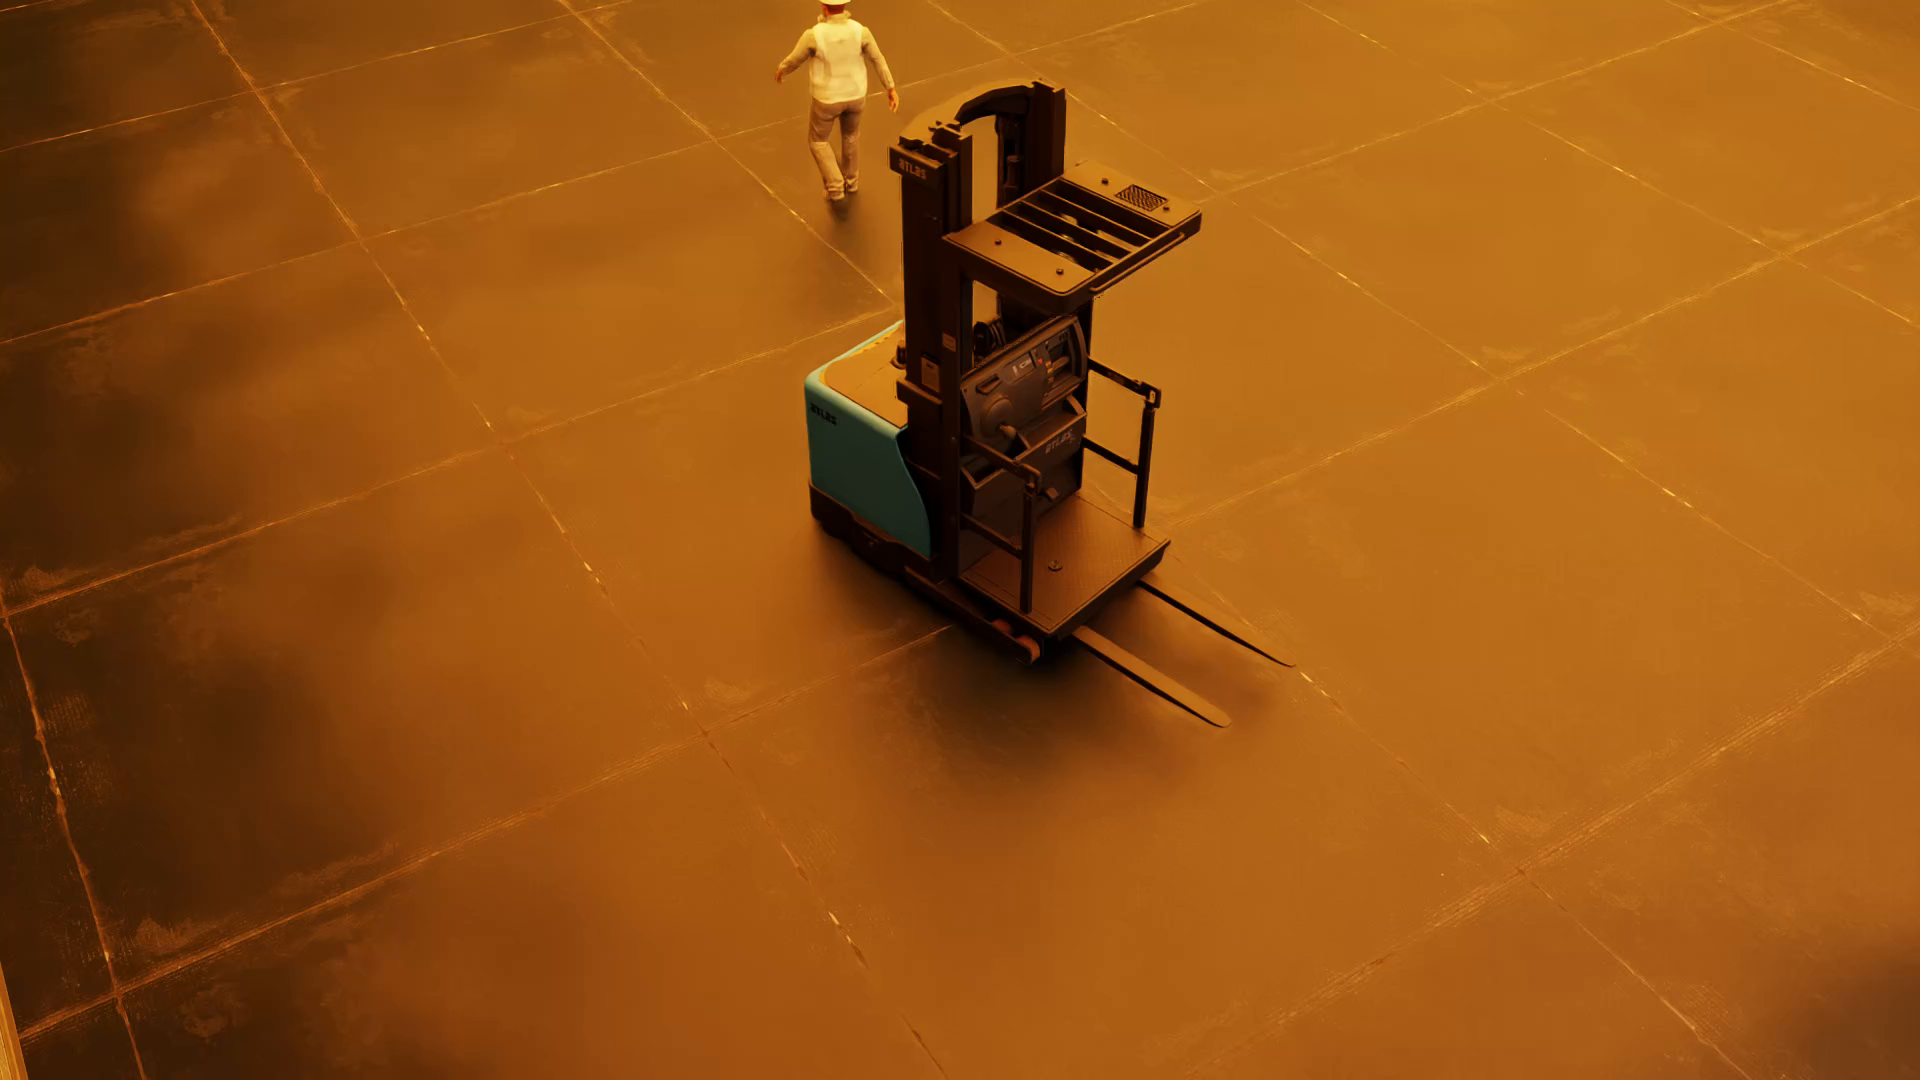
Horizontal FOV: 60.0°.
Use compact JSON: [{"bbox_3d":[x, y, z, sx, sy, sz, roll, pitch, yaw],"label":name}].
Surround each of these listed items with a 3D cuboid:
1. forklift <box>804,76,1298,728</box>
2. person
[{"bbox_3d":[0.503,-0.800,8.786,3.031,2.935,1.130,32,50,31],"label":"forklift"},{"bbox_3d":[-0.919,-3.415,12.677,0.833,1.752,0.662,-14,43,-16],"label":"person"}]
